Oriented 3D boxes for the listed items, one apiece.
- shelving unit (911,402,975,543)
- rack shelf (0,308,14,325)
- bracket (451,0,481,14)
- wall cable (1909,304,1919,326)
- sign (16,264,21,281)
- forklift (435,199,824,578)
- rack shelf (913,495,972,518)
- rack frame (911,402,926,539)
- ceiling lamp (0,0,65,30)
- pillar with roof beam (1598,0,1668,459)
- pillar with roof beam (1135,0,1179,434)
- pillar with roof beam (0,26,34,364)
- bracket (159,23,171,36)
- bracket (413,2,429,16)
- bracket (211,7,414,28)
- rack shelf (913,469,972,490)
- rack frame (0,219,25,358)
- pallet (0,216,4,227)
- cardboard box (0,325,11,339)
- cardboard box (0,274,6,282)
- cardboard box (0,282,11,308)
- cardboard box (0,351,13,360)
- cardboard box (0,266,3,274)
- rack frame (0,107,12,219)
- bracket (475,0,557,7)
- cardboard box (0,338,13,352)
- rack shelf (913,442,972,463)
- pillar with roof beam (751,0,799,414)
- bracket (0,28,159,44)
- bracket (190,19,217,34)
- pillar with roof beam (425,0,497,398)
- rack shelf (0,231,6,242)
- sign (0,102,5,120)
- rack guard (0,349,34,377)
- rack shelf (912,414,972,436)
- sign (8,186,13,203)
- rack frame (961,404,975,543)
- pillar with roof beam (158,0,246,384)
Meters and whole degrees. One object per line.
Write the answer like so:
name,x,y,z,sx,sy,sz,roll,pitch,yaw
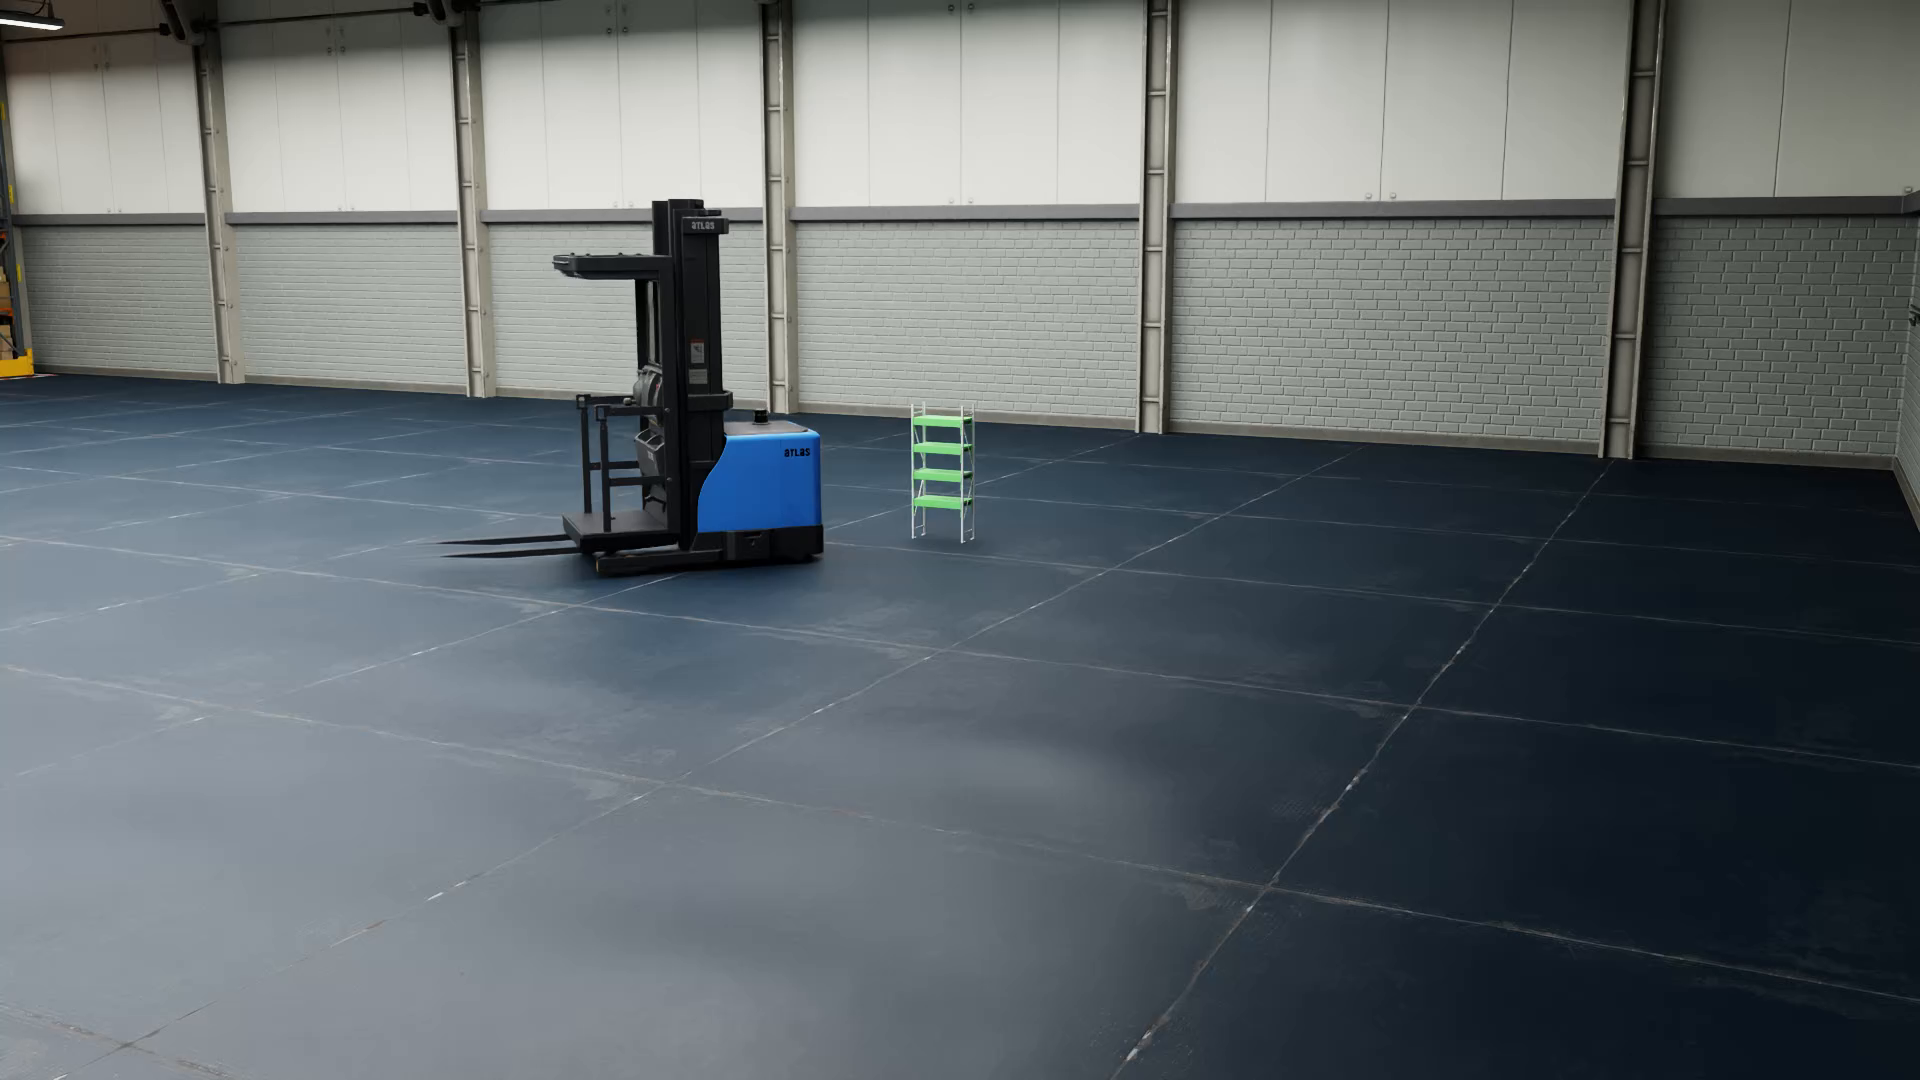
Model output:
shelving unit,-0.148,-0.603,14.695,0.503,1.200,0.258,5,11,26
rack shelf,-20.432,-4.463,32.989,4.000,0.370,1.077,5,11,26
bracket,-7.887,-8.547,26.579,0.430,0.232,0.235,5,11,26
wall cable,10.096,-3.475,17.383,0.112,2.526,3.097,5,11,26
sign,-18.387,-5.213,32.457,0.005,0.325,0.100,5,11,26
forklift,-2.701,-1.252,13.416,3.031,2.935,1.130,-4,11,-21
rack shelf,-0.148,-0.304,14.750,0.480,0.148,0.258,5,11,26
rack frame,-0.367,-0.623,14.802,0.015,1.200,0.240,5,11,26
ceiling lamp,-14.261,-9.335,24.652,0.800,3.185,2.000,5,11,26
pillar with roof beam,6.135,-4.759,15.757,0.400,9.000,9.100,5,11,26
pillar with roof beam,0.754,-5.232,18.369,0.400,9.000,9.100,5,11,26
pillar with roof beam,-20.769,-7.123,28.819,0.400,9.000,9.100,5,11,26
bracket,-14.013,-9.085,29.552,0.430,0.232,0.235,5,11,26
bracket,-8.632,-8.612,26.940,0.430,0.232,0.235,5,11,26
bracket,-10.942,-8.815,28.062,4.783,0.066,0.076,5,11,26
rack shelf,-0.148,-0.541,14.707,0.480,0.148,0.258,5,11,26
rack frame,-18.638,-4.660,32.054,0.127,3.000,1.000,5,11,26
pallet,-19.261,-6.152,32.125,1.213,0.211,1.003,5,11,26
cardboard box,-18.986,-4.073,32.548,0.500,0.250,0.500,5,11,25
cardboard box,-18.828,-5.096,32.364,0.250,0.149,0.380,5,11,24
cardboard box,-18.960,-4.792,32.506,0.500,0.500,0.500,5,12,28
cardboard box,-18.992,-3.583,32.648,0.500,0.250,0.500,5,11,26
cardboard box,-18.845,-5.235,32.295,0.250,0.149,0.380,5,11,25
rack frame,-18.638,-7.612,31.519,0.127,3.000,1.000,5,11,26
bracket,-5.562,-8.342,25.449,4.783,0.066,0.076,5,11,26
cardboard box,-18.968,-3.829,32.605,0.500,0.250,0.500,5,12,27
rack shelf,-0.148,-0.777,14.664,0.480,0.148,0.258,5,11,26
pillar with roof beam,-4.627,-5.705,20.982,0.548,9.000,9.100,5,11,26
bracket,-16.323,-9.288,30.674,4.783,0.066,0.076,5,11,26
bracket,-13.268,-9.020,29.191,0.430,0.232,0.235,5,11,26
pillar with roof beam,-10.007,-6.177,23.594,0.548,9.000,9.100,5,11,26
rack shelf,-20.432,-5.939,32.721,4.000,0.370,1.077,5,11,26
sign,-18.387,-8.237,31.909,0.005,0.325,0.100,5,11,26
rack guard,-18.617,-3.428,32.266,0.348,0.500,1.175,5,11,26
rack shelf,-0.148,-1.013,14.621,0.480,0.148,0.258,5,11,26
sign,-18.387,-6.693,32.189,0.005,0.325,0.100,5,11,26
rack frame,0.070,-0.584,14.589,0.015,1.200,0.240,5,11,26
pillar with roof beam,-15.388,-6.650,26.207,0.548,9.000,9.100,5,11,26
